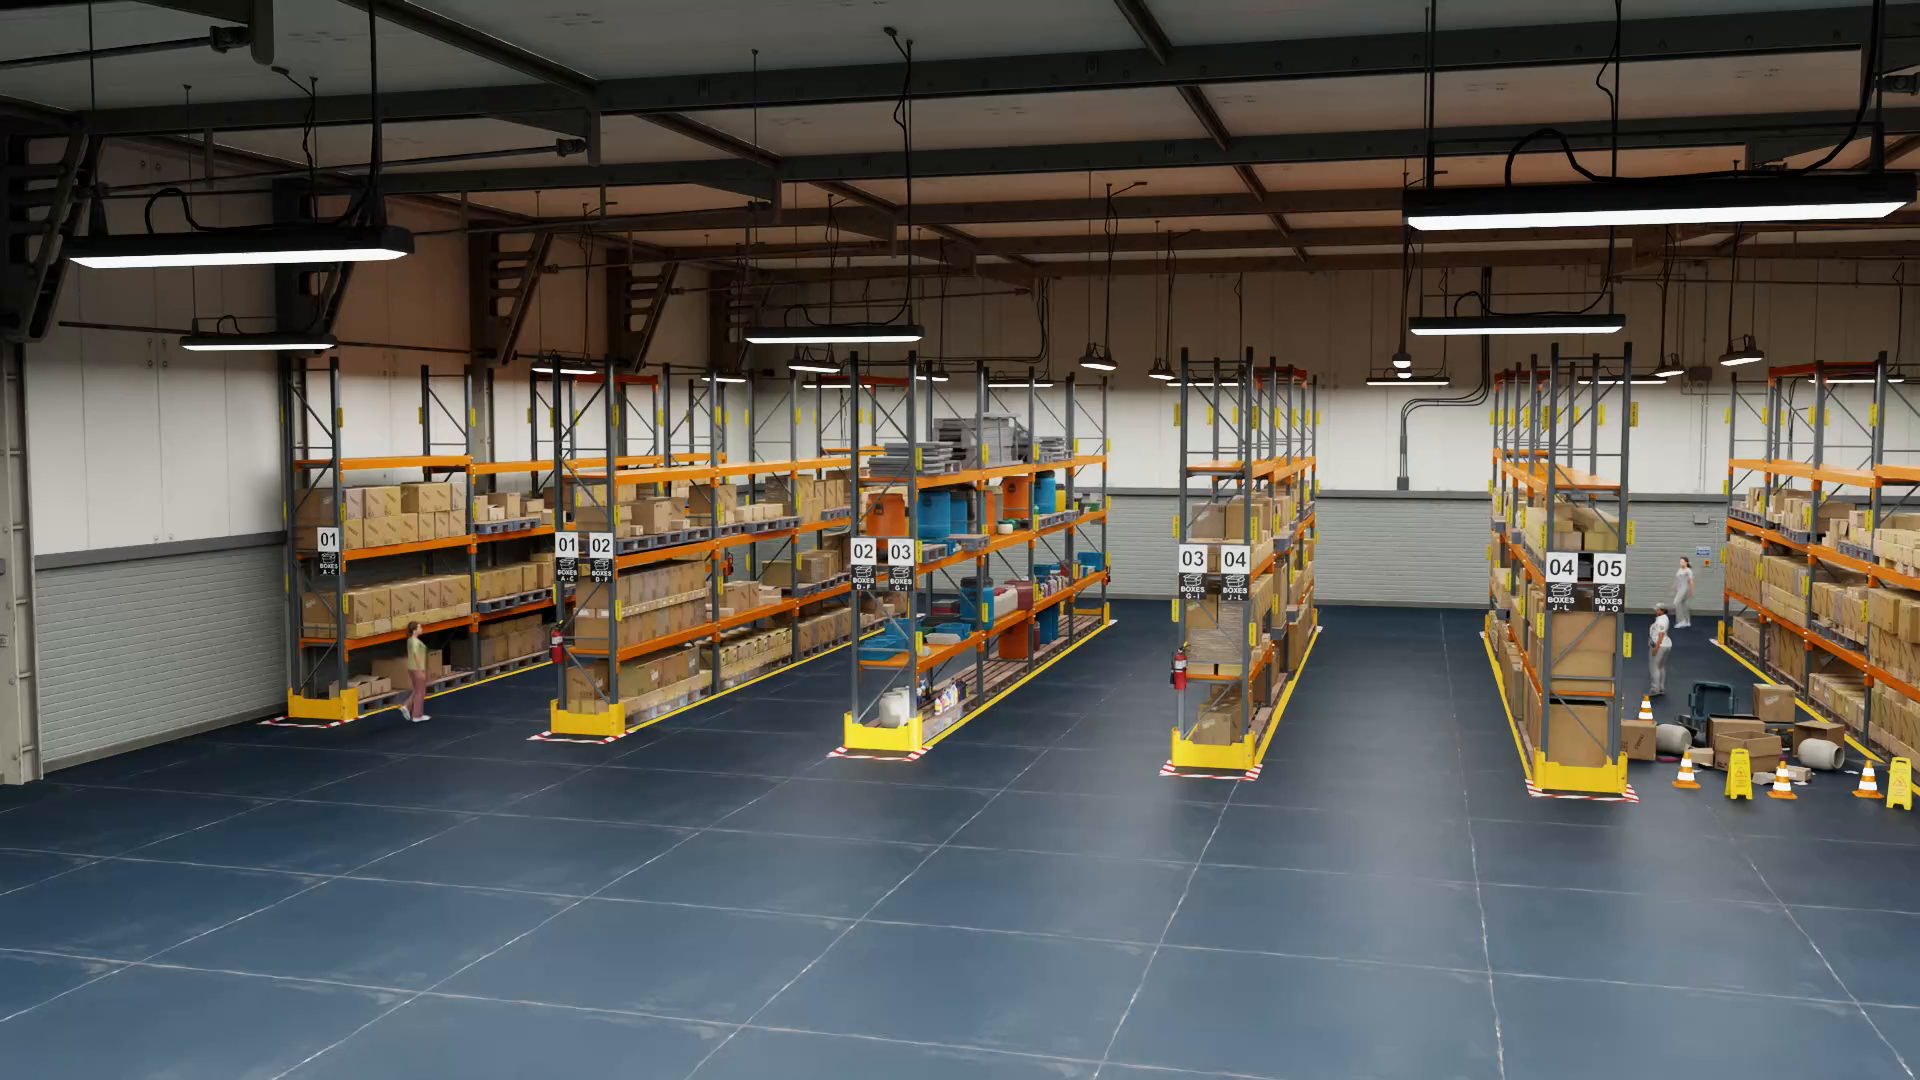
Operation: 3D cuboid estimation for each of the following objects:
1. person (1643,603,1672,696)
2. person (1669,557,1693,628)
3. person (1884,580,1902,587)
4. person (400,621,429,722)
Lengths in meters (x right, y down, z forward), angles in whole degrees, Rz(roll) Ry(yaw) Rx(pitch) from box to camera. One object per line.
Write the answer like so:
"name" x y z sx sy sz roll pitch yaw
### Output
"person" 12.639 1.976 30.100 0.405 1.681 0.588 4 6 44
"person" 17.236 1.248 39.717 0.526 1.694 0.433 0 4 -5
"person" 20.960 1.386 37.395 1.029 1.751 0.585 1 4 9
"person" -8.940 2.152 27.286 0.457 1.663 0.485 4 6 42
